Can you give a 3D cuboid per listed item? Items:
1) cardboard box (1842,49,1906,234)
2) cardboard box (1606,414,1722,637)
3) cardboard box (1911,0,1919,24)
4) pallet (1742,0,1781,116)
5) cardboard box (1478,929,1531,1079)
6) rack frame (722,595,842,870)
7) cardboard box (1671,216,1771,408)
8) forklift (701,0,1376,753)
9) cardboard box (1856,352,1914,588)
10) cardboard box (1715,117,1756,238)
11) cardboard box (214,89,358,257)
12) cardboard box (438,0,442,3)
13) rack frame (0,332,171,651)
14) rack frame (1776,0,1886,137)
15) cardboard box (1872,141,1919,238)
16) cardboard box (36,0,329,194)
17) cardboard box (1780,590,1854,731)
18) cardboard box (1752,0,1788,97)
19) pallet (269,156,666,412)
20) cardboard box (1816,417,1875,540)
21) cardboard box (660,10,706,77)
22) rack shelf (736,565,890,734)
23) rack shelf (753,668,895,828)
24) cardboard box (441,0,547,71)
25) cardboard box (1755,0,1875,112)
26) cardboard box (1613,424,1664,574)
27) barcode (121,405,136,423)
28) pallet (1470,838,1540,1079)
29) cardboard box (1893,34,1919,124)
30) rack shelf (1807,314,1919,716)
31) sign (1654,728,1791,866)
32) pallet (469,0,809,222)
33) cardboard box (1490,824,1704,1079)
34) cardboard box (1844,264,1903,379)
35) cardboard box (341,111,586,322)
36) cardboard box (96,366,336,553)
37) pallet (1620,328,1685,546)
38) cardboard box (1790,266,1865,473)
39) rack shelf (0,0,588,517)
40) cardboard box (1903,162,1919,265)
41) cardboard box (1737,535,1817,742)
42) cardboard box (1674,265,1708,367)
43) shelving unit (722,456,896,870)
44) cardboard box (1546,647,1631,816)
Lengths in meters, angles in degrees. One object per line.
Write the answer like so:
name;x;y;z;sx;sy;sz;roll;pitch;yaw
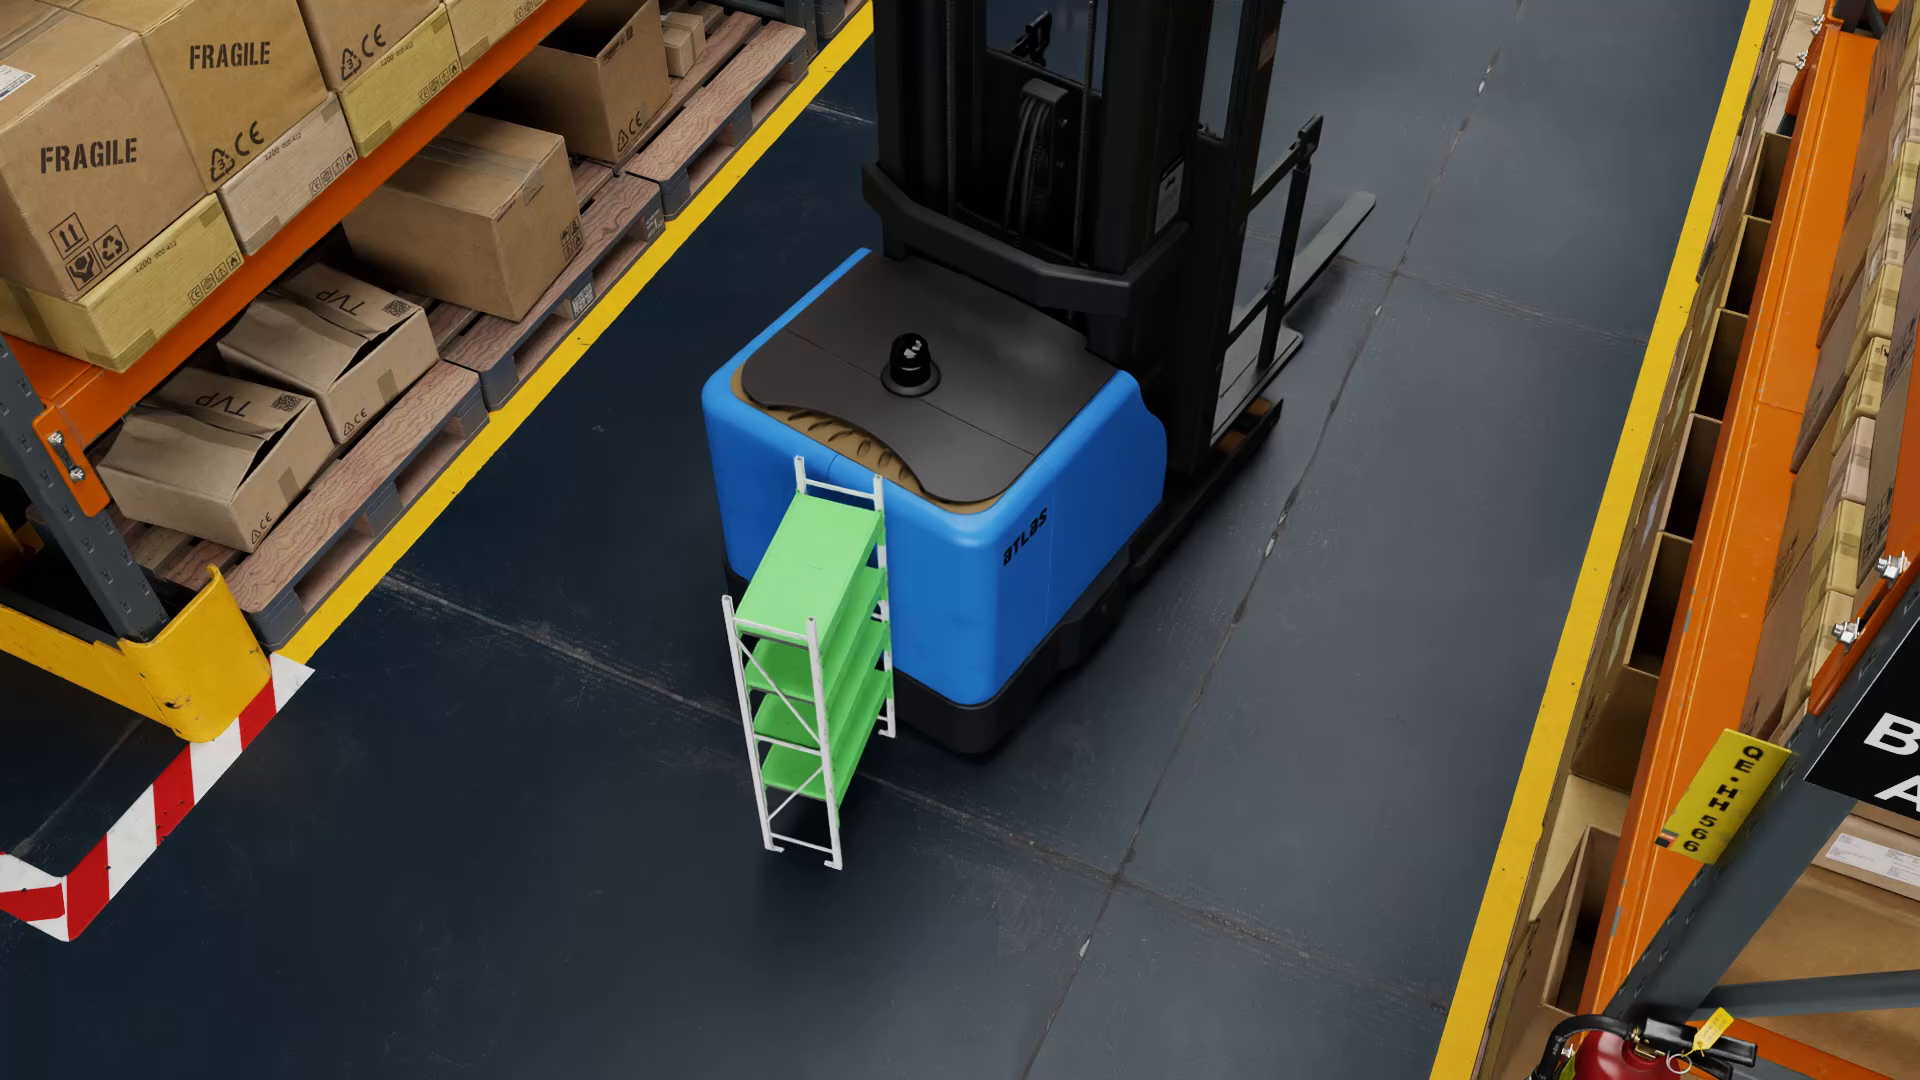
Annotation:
cardboard box;2.947;-1.080;4.633;0.700;0.500;0.500;19;52;16
cardboard box;2.231;0.043;4.781;0.500;0.500;0.500;20;52;16
cardboard box;2.845;-1.490;4.556;0.380;0.149;0.250;19;52;15
pallet;4.150;-2.180;7.466;1.003;0.211;1.213;20;52;16
cardboard box;1.604;1.324;4.184;0.500;0.250;0.500;20;52;16
rack frame;-0.465;0.555;4.490;0.240;1.200;0.015;14;51;11
cardboard box;2.663;-0.644;5.366;0.500;0.500;0.500;20;52;16
forklift;0.509;-1.387;5.005;1.130;2.935;3.031;29;55;22
cardboard box;2.095;-0.136;2.979;0.700;0.500;0.500;19;52;15
cardboard box;3.266;-1.345;6.455;0.500;0.250;0.500;19;52;16
cardboard box;-2.134;-1.128;4.825;0.500;0.250;0.500;18;52;15
cardboard box;-1.707;-2.057;5.124;0.500;0.500;0.500;21;53;17
rack frame;-2.839;-0.575;4.270;1.000;3.000;0.127;20;52;16
rack frame;3.351;-1.720;5.244;1.000;3.000;0.127;20;52;16
cardboard box;2.402;-0.773;3.947;0.380;0.149;0.250;19;52;16
cardboard box;-2.143;-1.344;4.517;0.500;0.500;0.500;20;52;16
cardboard box;1.743;0.286;3.046;0.380;0.149;0.250;21;53;17
cardboard box;3.702;-2.045;7.050;0.500;0.250;0.500;21;53;17
pallet;-1.905;-1.109;6.555;1.003;0.211;1.213;20;52;16
cardboard box;1.962;-0.063;3.342;0.380;0.149;0.250;20;53;17
cardboard box;-1.331;-2.176;7.203;0.380;0.166;0.250;14;51;11
rack shelf;-0.391;0.264;4.507;0.258;0.148;0.480;14;51;11
rack shelf;-0.391;0.575;4.872;0.258;0.148;0.480;14;51;11
cardboard box;-1.693;-1.824;5.418;0.500;0.250;0.500;20;53;16
cardboard box;3.481;-1.879;6.541;0.500;0.311;0.500;21;53;17
cardboard box;2.442;-0.059;5.361;0.500;0.250;0.500;20;52;16
barcode;-2.816;-0.439;5.625;0.001;0.075;0.075;20;52;16
pallet;1.931;1.398;4.422;1.003;0.211;1.213;20;52;16
cardboard box;2.625;-1.137;4.256;0.380;0.149;0.250;18;52;15
rack shelf;2.496;-1.082;3.204;1.077;0.370;4.000;20;52;16
sign;1.157;0.396;2.528;0.100;0.325;0.005;20;52;16
pallet;-1.385;-1.952;7.272;1.003;0.211;1.213;20;52;16
cardboard box;1.602;1.080;3.899;0.500;0.500;0.500;20;52;16
cardboard box;2.185;-0.426;3.651;0.380;0.149;0.250;21;53;17
cardboard box;-1.860;-1.236;6.185;0.700;0.500;0.500;17;52;14
cardboard box;-2.462;-0.293;5.507;0.500;0.311;0.500;14;51;12
pallet;2.973;-0.283;5.852;1.003;0.211;1.213;20;52;16
cardboard box;2.512;-0.382;4.040;0.700;0.500;0.500;21;53;17
rack shelf;-1.984;-1.719;5.716;1.077;0.370;4.000;20;52;16
cardboard box;2.524;-0.829;3.568;0.700;0.500;0.500;20;52;16
cardboard box;2.073;0.321;3.441;0.700;0.500;0.500;21;53;17
cardboard box;2.878;-0.745;5.944;0.500;0.250;0.500;20;52;16
shelving unit;-0.391;0.378;4.641;0.258;1.200;0.503;14;51;11
cardboard box;2.018;0.631;4.773;0.500;0.250;0.500;20;52;16
